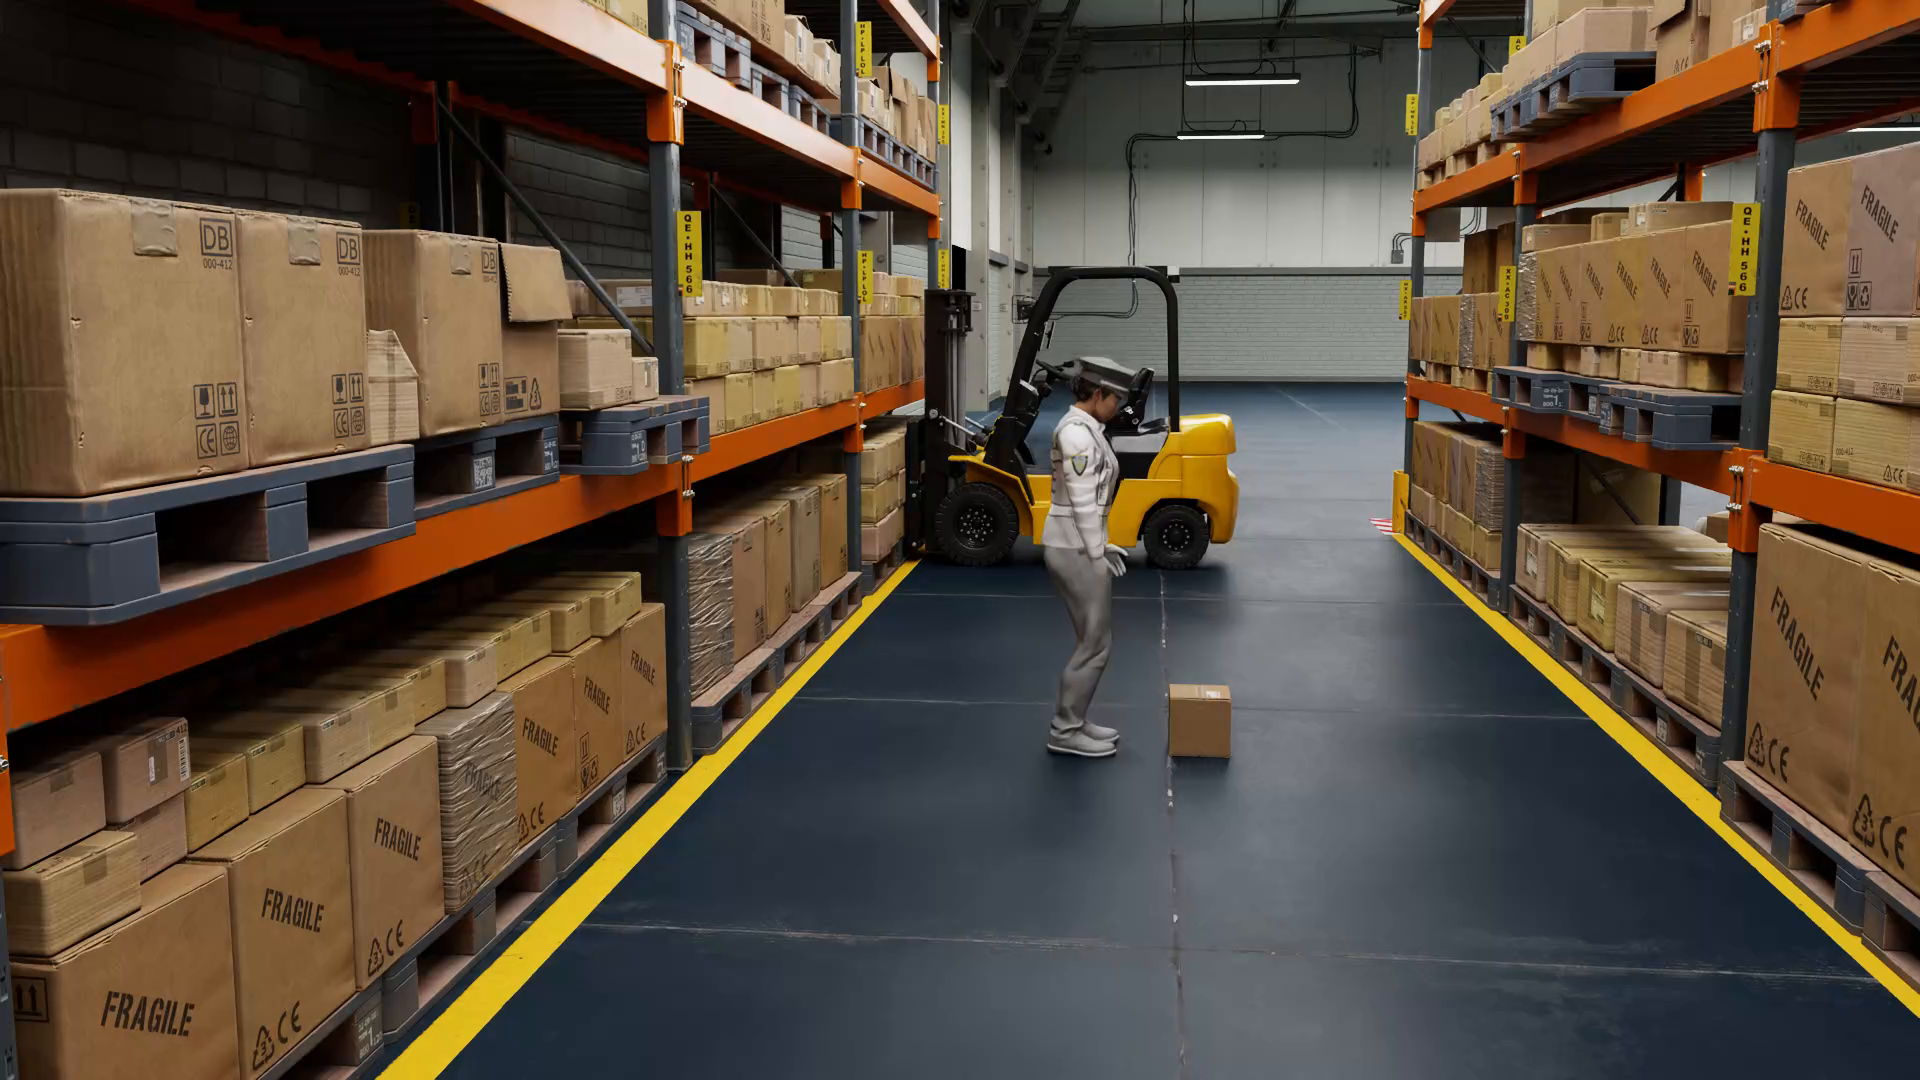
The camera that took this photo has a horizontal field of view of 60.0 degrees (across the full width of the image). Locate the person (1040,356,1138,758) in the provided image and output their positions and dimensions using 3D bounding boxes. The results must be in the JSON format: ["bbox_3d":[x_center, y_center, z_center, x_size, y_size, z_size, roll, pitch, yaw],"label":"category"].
[{"bbox_3d":[0.532,0.062,6.944,0.396,1.647,0.488,1,8,8],"label":"person"}]
